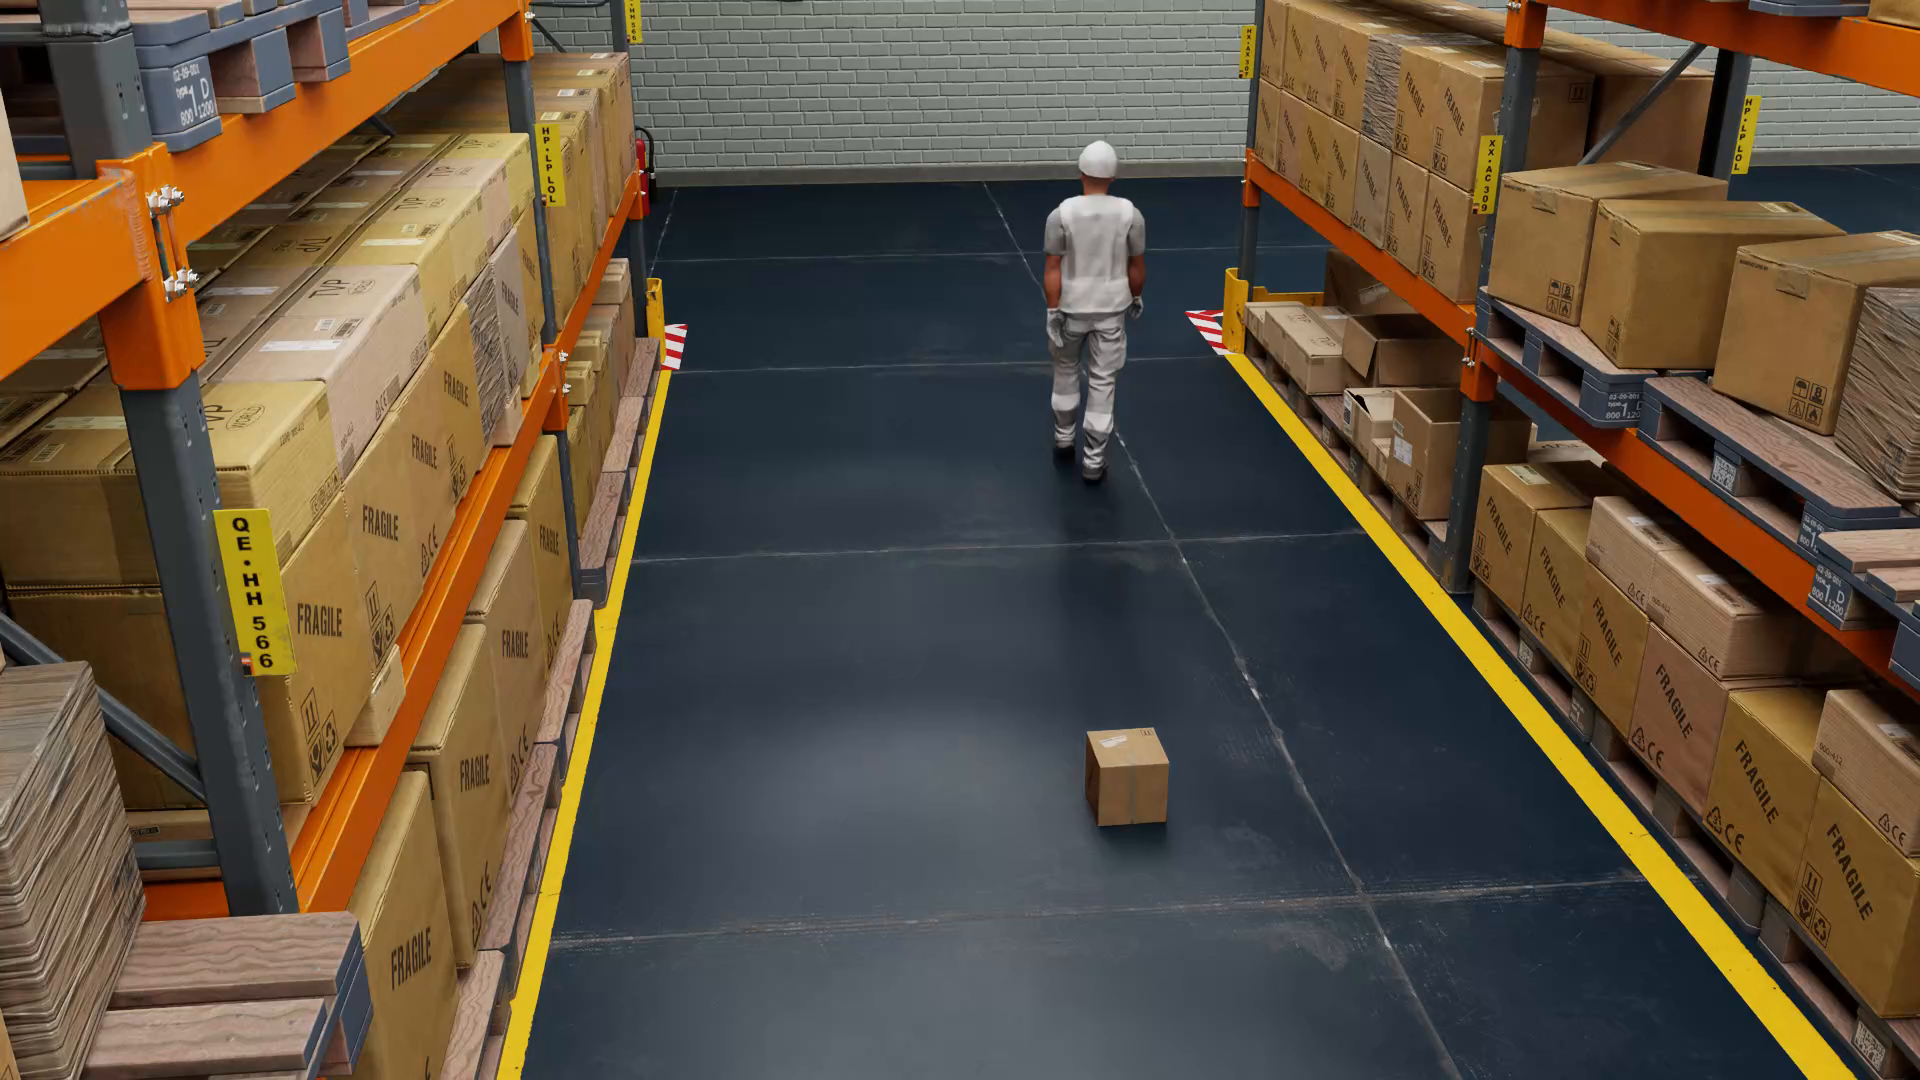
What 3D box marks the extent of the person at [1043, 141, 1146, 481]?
[{"bbox_3d":[0.715,-1.231,8.917,0.539,1.833,0.686,2,24,4],"label":"person"}]
